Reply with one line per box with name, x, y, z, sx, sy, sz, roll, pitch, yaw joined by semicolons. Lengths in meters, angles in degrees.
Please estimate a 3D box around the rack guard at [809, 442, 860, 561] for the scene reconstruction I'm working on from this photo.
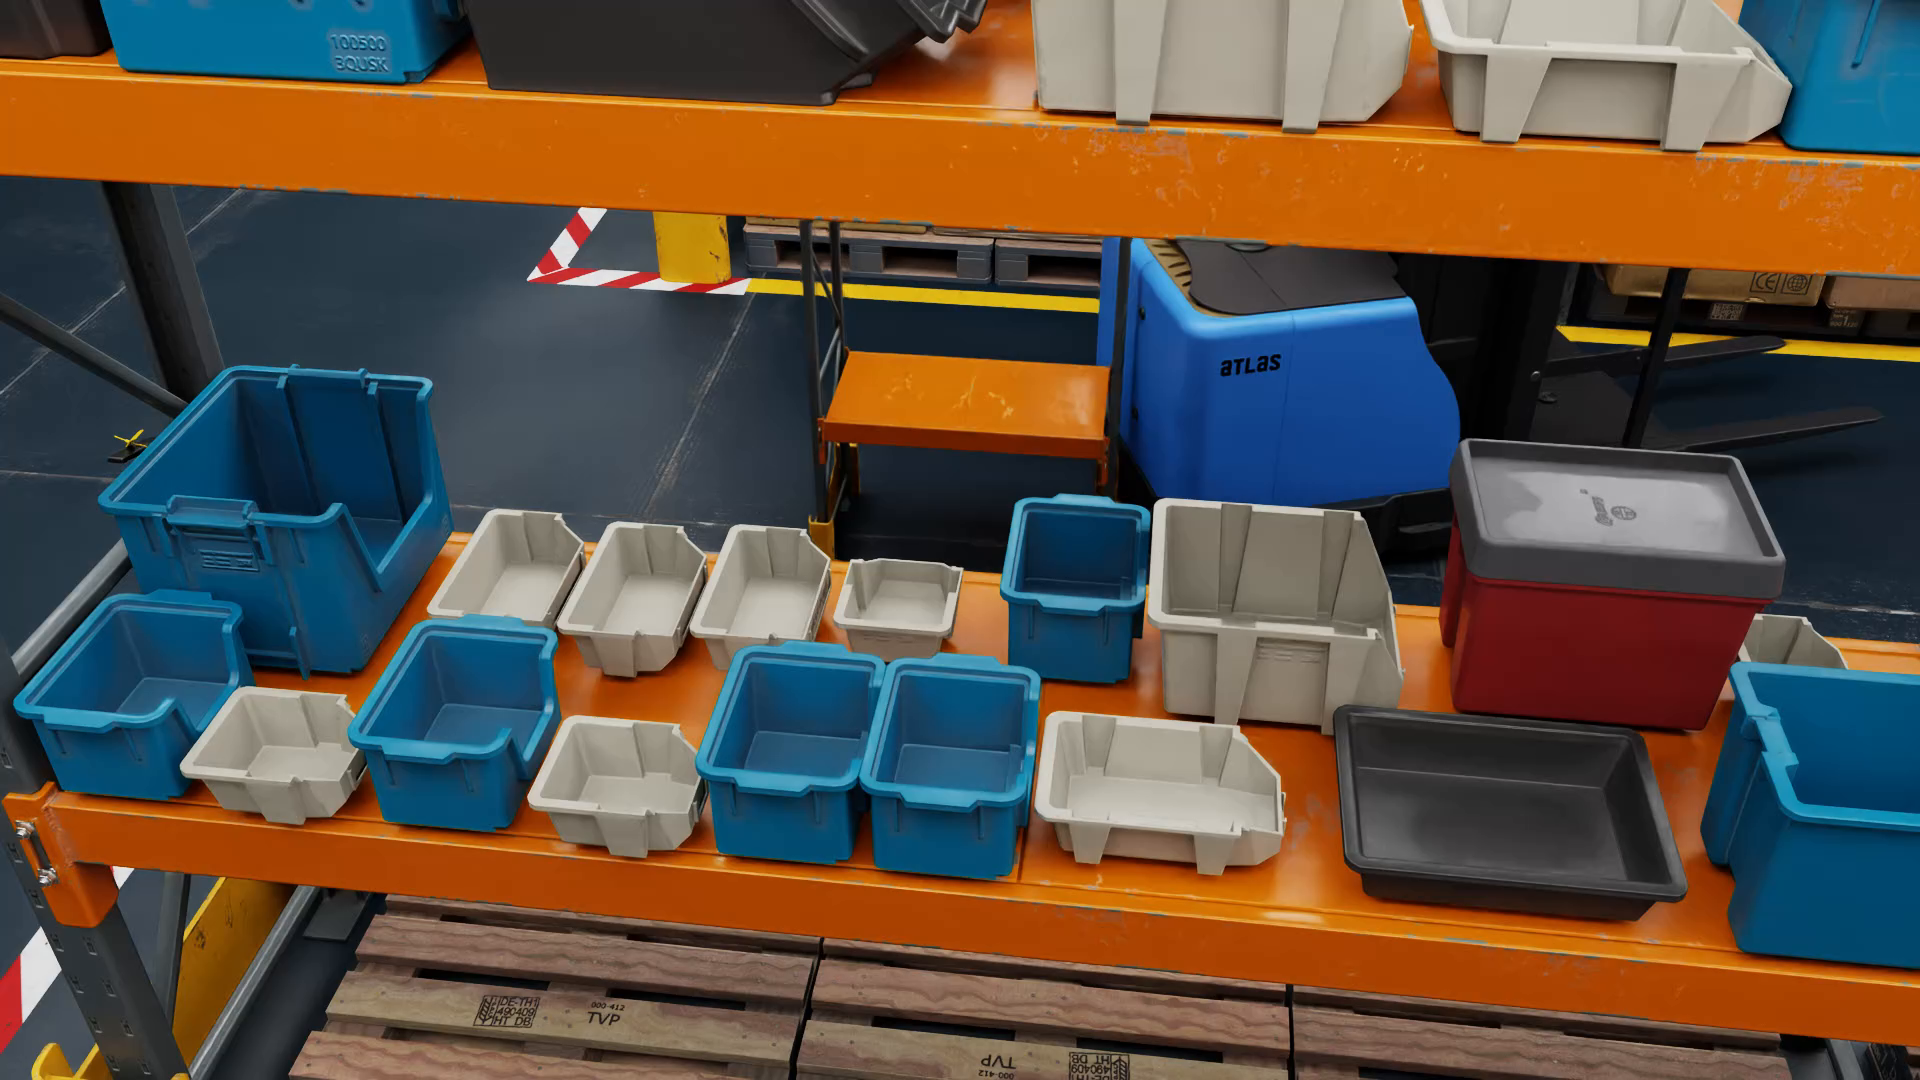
rack guard;-0.464;-0.124;6.209;0.087;0.250;0.587;4;36;6

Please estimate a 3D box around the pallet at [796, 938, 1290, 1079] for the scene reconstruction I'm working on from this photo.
pallet;0.200;1.376;4.140;1.213;0.211;1.003;4;36;6

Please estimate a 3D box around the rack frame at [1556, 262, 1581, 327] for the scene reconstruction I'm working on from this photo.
rack frame;2.779;-2.492;7.159;0.127;3.000;1.000;4;36;6

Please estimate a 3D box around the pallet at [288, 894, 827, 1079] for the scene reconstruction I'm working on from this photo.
pallet;-1.006;1.285;4.268;1.213;0.211;1.003;4;36;6

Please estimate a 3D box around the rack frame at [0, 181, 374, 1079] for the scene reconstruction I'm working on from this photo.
rack frame;-1.820;0.066;3.575;0.127;3.000;1.000;4;36;6

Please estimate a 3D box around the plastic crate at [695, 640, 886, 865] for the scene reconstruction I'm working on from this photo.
plastic crate;-0.311;0.415;3.178;0.300;0.233;0.416;4;36;6

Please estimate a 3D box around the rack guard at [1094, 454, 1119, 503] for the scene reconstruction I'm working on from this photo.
rack guard;0.524;-0.053;6.109;0.087;0.250;0.587;4;36;6

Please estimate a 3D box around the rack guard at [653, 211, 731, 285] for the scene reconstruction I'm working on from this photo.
rack guard;-1.212;-1.772;8.302;0.348;0.500;1.175;4;36;6

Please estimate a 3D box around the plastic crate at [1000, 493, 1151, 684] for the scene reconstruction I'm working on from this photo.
plastic crate;0.250;0.114;3.600;0.300;0.233;0.416;4;36;6

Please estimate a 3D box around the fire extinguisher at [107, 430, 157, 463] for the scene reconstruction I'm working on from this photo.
fire extinguisher;-1.911;-0.023;4.088;0.183;0.674;0.296;4;36;6

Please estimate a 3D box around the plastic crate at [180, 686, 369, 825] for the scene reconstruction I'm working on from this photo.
plastic crate;-1.309;0.429;3.243;0.298;0.136;0.250;4;36;6

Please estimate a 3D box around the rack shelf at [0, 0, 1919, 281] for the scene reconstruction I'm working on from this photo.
rack shelf;0.164;-0.714;2.705;4.000;0.370;1.077;4;36;6

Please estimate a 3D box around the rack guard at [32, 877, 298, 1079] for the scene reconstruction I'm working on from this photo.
rack guard;-1.845;1.089;4.293;0.348;0.500;1.175;4;36;6

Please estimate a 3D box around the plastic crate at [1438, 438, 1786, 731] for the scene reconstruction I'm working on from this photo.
plastic crate;1.294;0.101;3.419;0.583;0.464;0.402;4;36;6

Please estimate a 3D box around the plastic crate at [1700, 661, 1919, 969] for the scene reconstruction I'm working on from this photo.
plastic crate;1.641;0.506;2.921;0.575;0.384;0.392;4;36;6

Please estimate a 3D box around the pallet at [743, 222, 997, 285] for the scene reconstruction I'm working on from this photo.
pallet;-0.386;-1.638;8.364;1.213;0.211;1.003;4;36;6

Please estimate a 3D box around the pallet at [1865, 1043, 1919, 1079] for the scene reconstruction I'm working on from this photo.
pallet;2.908;1.578;3.857;1.213;0.211;1.003;4;36;6

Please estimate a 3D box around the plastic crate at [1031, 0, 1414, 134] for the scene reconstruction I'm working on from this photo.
plastic crate;0.339;-0.765;2.259;0.530;0.282;0.437;4;36;6

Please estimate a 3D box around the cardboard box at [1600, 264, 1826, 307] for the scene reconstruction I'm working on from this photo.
cardboard box;3.416;-1.762;7.604;0.875;0.875;1.225;4;36;6

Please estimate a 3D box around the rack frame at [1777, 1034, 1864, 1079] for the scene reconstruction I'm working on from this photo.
rack frame;2.148;0.362;3.160;0.127;3.000;1.000;4;36;6

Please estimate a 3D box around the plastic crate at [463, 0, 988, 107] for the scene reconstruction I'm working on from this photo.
plastic crate;-0.339;-0.858;2.341;0.767;0.338;0.504;4;36;6

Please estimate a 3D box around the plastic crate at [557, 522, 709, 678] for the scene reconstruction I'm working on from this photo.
plastic crate;-0.702;0.135;3.654;0.243;0.136;0.396;4;36;6

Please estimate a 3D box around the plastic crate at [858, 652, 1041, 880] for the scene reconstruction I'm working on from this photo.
plastic crate;-0.013;0.438;3.147;0.300;0.233;0.416;4;36;6

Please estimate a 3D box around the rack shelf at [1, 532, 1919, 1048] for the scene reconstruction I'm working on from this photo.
rack shelf;0.164;0.507;3.577;4.000;0.370;1.077;4;36;6

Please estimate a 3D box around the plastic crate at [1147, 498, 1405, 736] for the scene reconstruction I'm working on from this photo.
plastic crate;0.657;0.167;3.484;0.530;0.282;0.437;4;36;6

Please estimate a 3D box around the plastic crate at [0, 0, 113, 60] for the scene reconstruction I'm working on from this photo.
plastic crate;-1.473;-0.912;2.477;0.590;0.269;0.497;4;36;6

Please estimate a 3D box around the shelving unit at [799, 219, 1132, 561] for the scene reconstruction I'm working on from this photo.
shelving unit;0.030;-0.597;5.796;1.083;1.500;0.587;4;36;6

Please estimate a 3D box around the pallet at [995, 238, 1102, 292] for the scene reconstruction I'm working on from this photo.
pallet;0.821;-1.547;8.236;1.213;0.211;1.003;4;36;6

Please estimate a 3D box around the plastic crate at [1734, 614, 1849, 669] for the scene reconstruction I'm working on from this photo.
plastic crate;1.704;0.328;3.383;0.243;0.136;0.396;4;36;6

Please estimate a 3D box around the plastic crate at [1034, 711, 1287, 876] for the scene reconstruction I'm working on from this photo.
plastic crate;0.382;0.490;3.157;0.466;0.136;0.293;4;36;6

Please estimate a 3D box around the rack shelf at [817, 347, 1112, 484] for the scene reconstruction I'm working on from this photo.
rack shelf;0.039;-0.450;5.899;1.000;0.185;0.538;4;36;6

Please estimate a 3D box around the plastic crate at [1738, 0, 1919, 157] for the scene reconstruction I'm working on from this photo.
plastic crate;1.204;-0.674;2.174;0.300;0.233;0.416;4;36;6

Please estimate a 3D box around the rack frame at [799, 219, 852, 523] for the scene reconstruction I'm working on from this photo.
rack frame;-0.466;-0.633;5.846;0.032;1.500;0.500;4;36;6

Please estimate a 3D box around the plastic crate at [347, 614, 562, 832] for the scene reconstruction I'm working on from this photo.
plastic crate;-0.964;0.367;3.247;0.300;0.233;0.416;4;36;6

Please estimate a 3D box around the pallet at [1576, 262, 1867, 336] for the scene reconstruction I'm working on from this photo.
pallet;3.554;-1.343;7.950;1.213;0.211;1.003;4;36;6

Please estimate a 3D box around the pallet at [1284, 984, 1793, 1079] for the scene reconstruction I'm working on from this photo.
pallet;1.414;1.465;4.015;1.213;0.211;1.003;4;36;6

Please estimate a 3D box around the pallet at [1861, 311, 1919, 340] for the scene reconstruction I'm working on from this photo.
pallet;4.767;-1.254;7.825;1.213;0.211;1.003;4;36;6

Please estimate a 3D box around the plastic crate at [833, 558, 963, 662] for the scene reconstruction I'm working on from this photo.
plastic crate;-0.127;0.153;3.629;0.250;0.136;0.298;4;36;6

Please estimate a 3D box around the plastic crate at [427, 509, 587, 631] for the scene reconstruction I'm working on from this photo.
plastic crate;-0.988;0.105;3.696;0.243;0.136;0.396;4;36;6

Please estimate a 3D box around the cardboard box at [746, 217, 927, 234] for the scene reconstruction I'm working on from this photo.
cardboard box;-0.544;-2.092;8.067;0.875;0.875;0.875;4;36;6

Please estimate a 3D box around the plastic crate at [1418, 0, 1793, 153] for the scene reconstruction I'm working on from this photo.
plastic crate;0.838;-0.626;2.190;0.466;0.136;0.293;4;36;6

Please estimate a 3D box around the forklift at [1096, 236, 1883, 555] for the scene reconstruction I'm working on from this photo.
forklift;2.089;-1.482;5.803;3.031;2.935;1.130;-8;36;-11

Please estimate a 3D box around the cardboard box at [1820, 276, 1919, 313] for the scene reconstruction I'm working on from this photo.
cardboard box;4.302;-1.696;7.512;0.875;0.875;1.225;3;36;4

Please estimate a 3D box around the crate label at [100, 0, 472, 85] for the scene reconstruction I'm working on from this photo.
crate label;-0.946;-0.840;2.390;0.502;0.251;0.408;4;36;6

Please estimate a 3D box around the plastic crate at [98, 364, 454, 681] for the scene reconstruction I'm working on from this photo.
plastic crate;-1.464;-0.055;3.663;0.499;0.435;0.616;4;36;6

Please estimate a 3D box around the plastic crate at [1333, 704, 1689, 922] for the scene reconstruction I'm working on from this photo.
plastic crate;1.003;0.522;3.122;0.590;0.125;0.437;4;36;6

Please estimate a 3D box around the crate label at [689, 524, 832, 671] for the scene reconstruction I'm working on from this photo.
crate label;-0.423;0.142;3.645;0.243;0.136;0.396;4;36;6

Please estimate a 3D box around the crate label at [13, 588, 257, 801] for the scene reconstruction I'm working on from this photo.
crate label;-1.617;0.318;3.315;0.303;0.233;0.416;4;36;6

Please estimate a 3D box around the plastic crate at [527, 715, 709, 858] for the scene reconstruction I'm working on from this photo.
plastic crate;-0.636;0.479;3.172;0.298;0.136;0.250;4;36;6

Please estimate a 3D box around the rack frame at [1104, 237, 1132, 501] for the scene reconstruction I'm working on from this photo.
rack frame;0.543;-0.560;5.744;0.032;1.500;0.500;4;36;6

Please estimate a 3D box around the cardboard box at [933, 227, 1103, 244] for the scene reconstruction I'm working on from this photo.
cardboard box;0.359;-2.025;7.973;0.875;0.875;0.875;4;36;6
